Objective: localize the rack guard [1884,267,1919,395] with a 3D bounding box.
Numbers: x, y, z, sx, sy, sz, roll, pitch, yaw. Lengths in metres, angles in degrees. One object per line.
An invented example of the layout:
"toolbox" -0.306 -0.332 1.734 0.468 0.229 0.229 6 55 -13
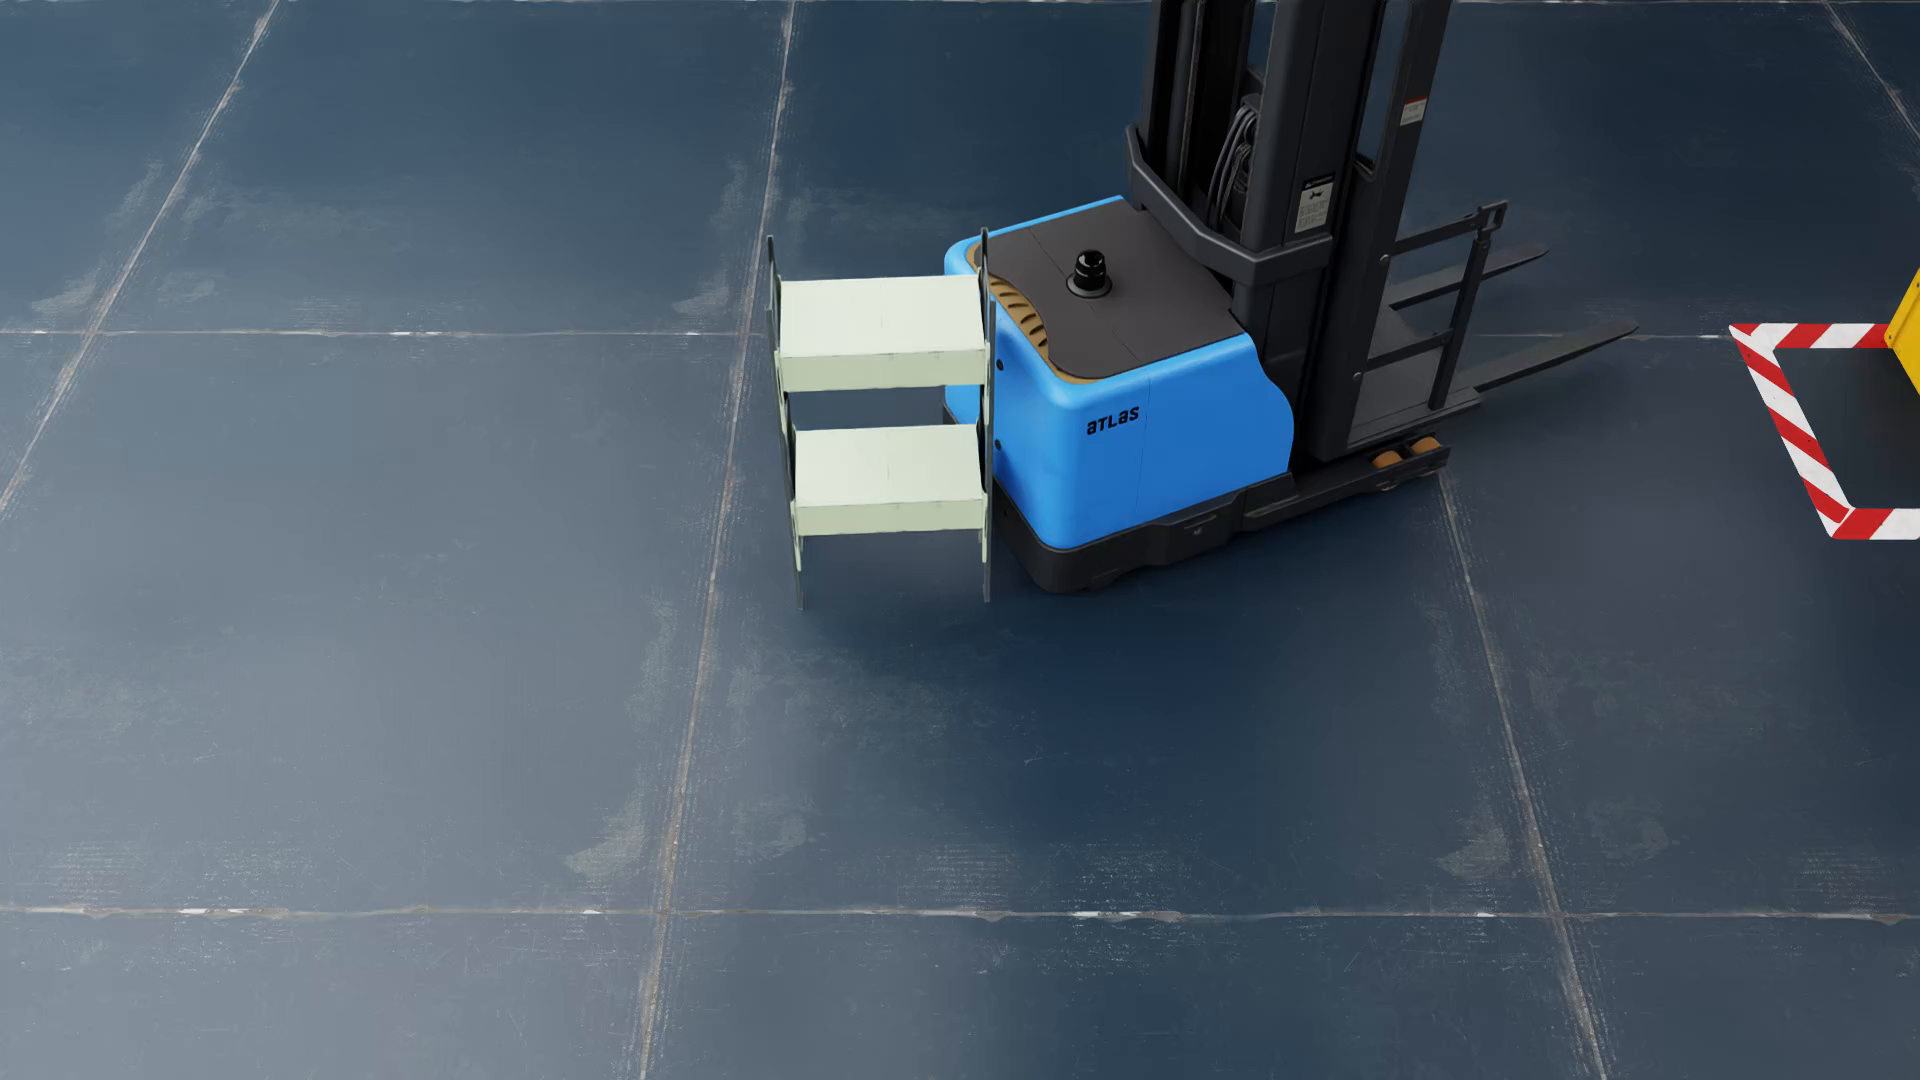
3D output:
"rack guard" 4.397 -0.706 7.066 0.348 0.500 1.175 0 47 0

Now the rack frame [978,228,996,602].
"rack frame" 0.095 -0.413 6.110 0.023 1.500 0.400 -2 47 -2

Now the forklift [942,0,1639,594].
"forklift" 1.483 -1.537 6.178 3.031 2.935 1.130 -19 50 -17

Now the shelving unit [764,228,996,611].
"shelving unit" -0.270 -0.397 6.095 0.755 1.500 0.431 -2 47 -2

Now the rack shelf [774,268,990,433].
"rack shelf" -0.270 -0.663 5.810 0.720 0.370 0.431 -2 47 -2

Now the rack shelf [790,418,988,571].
"rack shelf" -0.270 -0.175 6.334 0.720 0.370 0.431 -2 47 -2

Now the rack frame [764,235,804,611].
"rack frame" -0.635 -0.382 6.081 0.023 1.500 0.400 -2 47 -2
